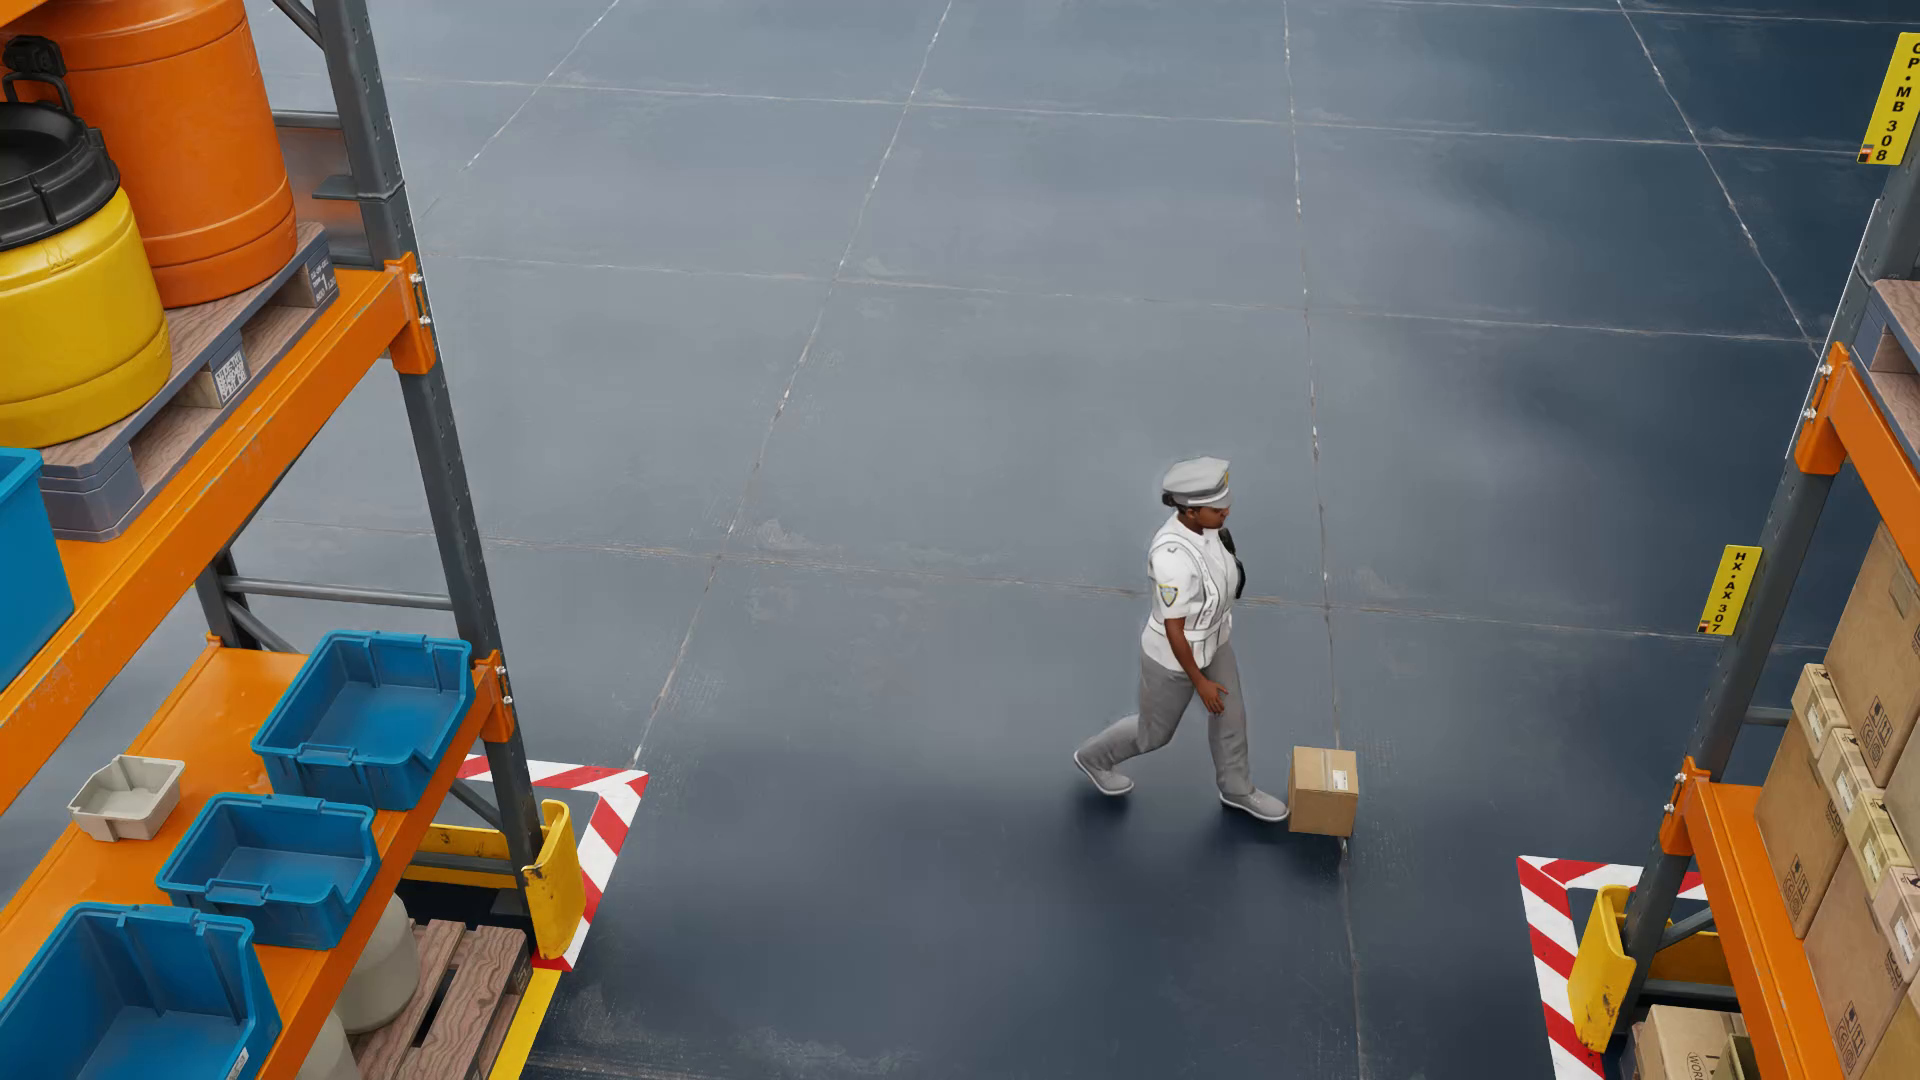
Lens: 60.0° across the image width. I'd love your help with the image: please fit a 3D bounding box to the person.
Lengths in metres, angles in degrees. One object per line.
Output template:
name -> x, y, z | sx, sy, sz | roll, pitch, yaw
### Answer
person -> 0.903, 0.417, 6.446 | 0.881, 1.643, 0.449 | 20, 41, 25
